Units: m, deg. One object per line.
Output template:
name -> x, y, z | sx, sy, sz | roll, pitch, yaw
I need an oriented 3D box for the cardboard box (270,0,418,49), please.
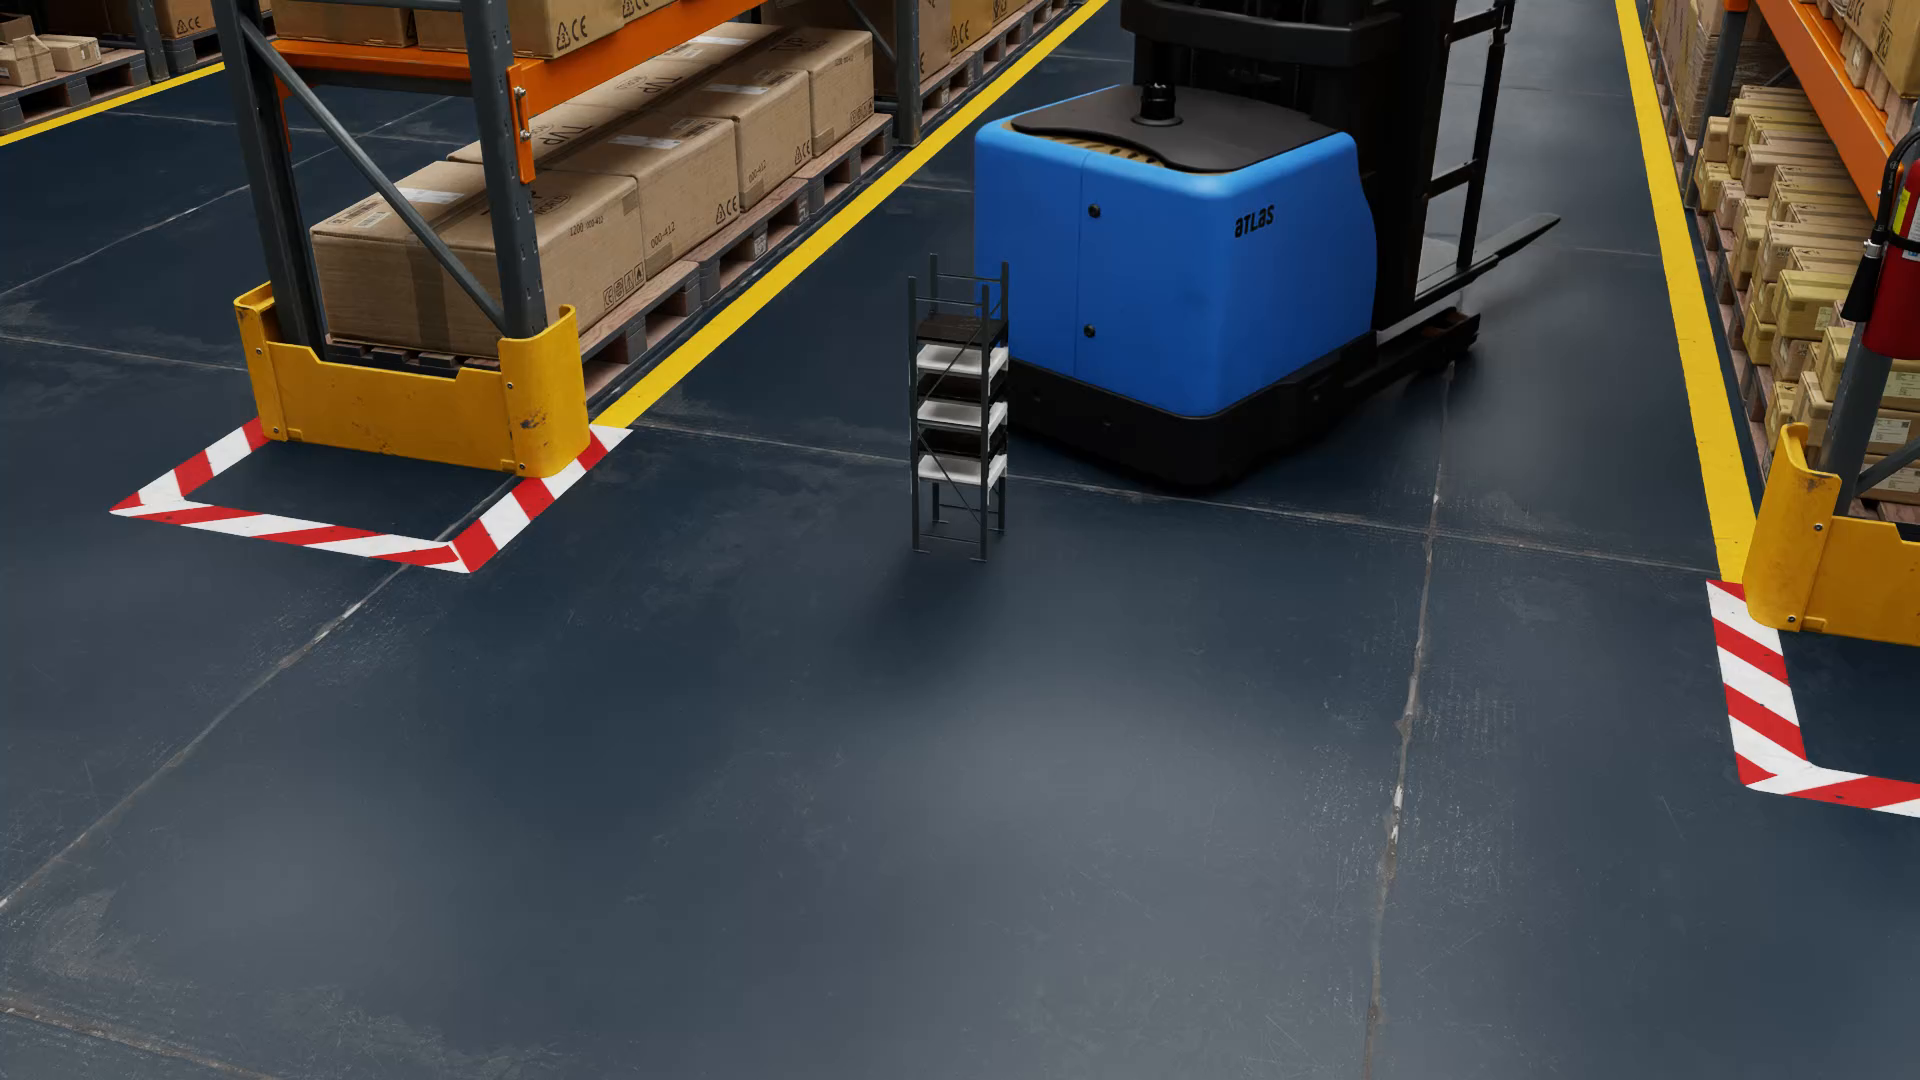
cardboard box -> -1.998, -1.990, 5.639 | 0.500, 0.500, 0.500 | 9, 30, 15

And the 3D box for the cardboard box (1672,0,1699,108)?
cardboard box -> 4.177, -2.593, 8.965 | 0.500, 0.500, 0.500 | 8, 30, 14

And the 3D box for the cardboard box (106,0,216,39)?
cardboard box -> -5.101, -3.534, 10.656 | 0.500, 0.500, 0.500 | 10, 31, 17

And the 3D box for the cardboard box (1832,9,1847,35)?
cardboard box -> 3.225, -1.819, 5.692 | 0.380, 0.149, 0.250 | 9, 30, 16

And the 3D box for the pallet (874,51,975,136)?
pallet -> -0.558, -2.694, 9.876 | 1.003, 0.211, 1.213 | 8, 30, 15

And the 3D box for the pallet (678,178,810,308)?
pallet -> -1.367, -1.414, 7.574 | 1.003, 0.211, 1.213 | 8, 30, 15

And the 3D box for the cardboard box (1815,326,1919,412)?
cardboard box -> 2.788, -0.505, 4.960 | 0.380, 0.149, 0.250 | 9, 30, 15

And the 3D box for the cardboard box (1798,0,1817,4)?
cardboard box -> 3.313, -2.070, 6.144 | 0.380, 0.149, 0.250 | 10, 31, 17

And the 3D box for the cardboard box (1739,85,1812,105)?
cardboard box -> 3.750, -1.951, 7.560 | 0.380, 0.149, 0.250 | 10, 31, 17

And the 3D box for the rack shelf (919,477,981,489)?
rack shelf -> -0.002, -0.216, 5.121 | 0.199, 0.015, 0.184 | 8, 30, 15

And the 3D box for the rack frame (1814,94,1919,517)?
rack frame -> 2.875, -1.025, 4.007 | 1.000, 3.000, 0.127 | 8, 30, 15

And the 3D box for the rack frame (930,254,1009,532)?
rack frame -> 0.027, -0.437, 5.109 | 0.240, 0.900, 0.006 | 8, 30, 15

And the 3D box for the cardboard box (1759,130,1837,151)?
cardboard box -> 3.531, -1.582, 6.898 | 0.380, 0.149, 0.250 | 8, 30, 14

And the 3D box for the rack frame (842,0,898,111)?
rack frame -> -0.716, -3.544, 8.535 | 0.949, 2.616, 0.053 | 8, 30, 15

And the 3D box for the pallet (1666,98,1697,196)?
pallet -> 4.276, -2.027, 8.677 | 1.003, 0.211, 1.213 | 8, 30, 15

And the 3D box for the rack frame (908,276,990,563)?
rack frame -> -0.032, -0.342, 4.940 | 0.240, 0.900, 0.006 | 8, 30, 15

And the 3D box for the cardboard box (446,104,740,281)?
cardboard box -> -1.528, -1.496, 7.057 | 0.875, 0.438, 0.875 | 9, 30, 16

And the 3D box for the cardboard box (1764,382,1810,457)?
cardboard box -> 2.809, -0.371, 5.332 | 0.380, 0.149, 0.250 | 9, 30, 16

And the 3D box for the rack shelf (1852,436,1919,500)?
rack shelf -> 2.878, -1.024, 4.006 | 0.949, 2.616, 0.053 | 8, 30, 15

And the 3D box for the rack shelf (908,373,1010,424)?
rack shelf -> -0.002, -0.439, 4.997 | 0.258, 0.077, 0.200 | 8, 30, 15

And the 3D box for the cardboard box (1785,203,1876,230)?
cardboard box -> 15.729, -10.700, 14.693 | 18.148, 8.504, 30.398 | 7, 30, 13

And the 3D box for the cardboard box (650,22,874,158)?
cardboard box -> -0.999, -2.331, 8.558 | 0.875, 0.438, 0.875 | 8, 30, 14

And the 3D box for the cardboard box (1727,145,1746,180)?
cardboard box -> 3.648, -1.698, 7.412 | 0.380, 0.149, 0.250 | 9, 30, 15

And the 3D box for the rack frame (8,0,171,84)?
rack frame -> -5.459, -4.250, 9.804 | 1.000, 3.000, 0.127 | 8, 30, 15

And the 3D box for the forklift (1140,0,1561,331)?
forklift -> -1.198, -3.980, 7.046 | 7.407, 5.209, 9.711 | 24, 37, 36

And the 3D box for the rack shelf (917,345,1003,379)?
rack shelf -> 5.662, -4.218, 8.049 | 8.407, 3.443, 12.128 | 8, 30, 15

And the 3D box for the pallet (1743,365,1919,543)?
pallet -> 3.170, -0.214, 5.418 | 1.003, 0.211, 1.213 | 8, 30, 15

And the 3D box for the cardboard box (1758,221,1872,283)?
cardboard box -> 3.034, -0.996, 5.843 | 0.380, 0.149, 0.250 | 10, 31, 17

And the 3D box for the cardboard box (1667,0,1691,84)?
cardboard box -> 4.331, -2.831, 9.393 | 0.500, 0.500, 0.500 | 8, 30, 14

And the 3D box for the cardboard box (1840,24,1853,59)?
cardboard box -> 3.027, -1.576, 5.256 | 0.380, 0.149, 0.250 | 7, 30, 13

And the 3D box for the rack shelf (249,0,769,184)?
rack shelf -> -1.299, -2.299, 7.038 | 1.077, 0.370, 4.000 | 8, 30, 15

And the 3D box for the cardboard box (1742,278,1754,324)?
cardboard box -> 3.143, -0.850, 6.192 | 0.380, 0.149, 0.250 | 9, 30, 16

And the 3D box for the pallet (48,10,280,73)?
pallet -> -5.256, -3.415, 11.171 | 1.003, 0.211, 1.213 | 8, 30, 15

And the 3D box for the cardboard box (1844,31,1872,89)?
cardboard box -> 2.921, -1.458, 5.043 | 0.380, 0.149, 0.250 | 9, 30, 16

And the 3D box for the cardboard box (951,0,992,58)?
cardboard box -> -0.349, -3.519, 10.243 | 0.875, 0.875, 0.875 | 9, 30, 16

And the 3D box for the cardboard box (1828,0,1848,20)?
cardboard box -> 3.057, -1.920, 5.207 | 0.500, 0.500, 0.500 | 9, 30, 15

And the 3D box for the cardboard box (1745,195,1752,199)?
cardboard box -> 3.529, -1.455, 6.974 | 0.380, 0.149, 0.250 | 7, 30, 12

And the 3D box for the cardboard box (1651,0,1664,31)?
cardboard box -> 1.953, -3.419, 8.815 | 4.865, 2.090, 5.455 | 9, 30, 16

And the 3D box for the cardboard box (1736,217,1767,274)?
cardboard box -> 3.195, -1.111, 6.357 | 0.380, 0.149, 0.250 | 9, 30, 15

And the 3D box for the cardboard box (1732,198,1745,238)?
cardboard box -> 3.507, -1.326, 7.050 | 0.380, 0.149, 0.250 | 8, 30, 14

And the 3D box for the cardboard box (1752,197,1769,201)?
cardboard box -> 3.426, -1.330, 6.751 | 0.380, 0.149, 0.250 | 10, 31, 17

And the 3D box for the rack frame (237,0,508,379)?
rack frame -> -1.890, -1.685, 5.193 | 0.949, 2.616, 0.053 | 8, 30, 15

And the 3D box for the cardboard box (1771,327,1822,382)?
cardboard box -> 2.908, -0.620, 5.474 | 0.380, 0.149, 0.250 | 7, 30, 13

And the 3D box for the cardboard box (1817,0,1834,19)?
cardboard box -> 3.279, -1.939, 5.908 | 0.380, 0.149, 0.250 | 10, 31, 17

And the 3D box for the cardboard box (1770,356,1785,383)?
cardboard box -> 3.029, -0.598, 5.740 | 0.380, 0.149, 0.250 | 9, 30, 15

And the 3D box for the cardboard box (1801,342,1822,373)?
cardboard box -> 2.885, -0.492, 5.244 | 0.380, 0.149, 0.250 | 8, 30, 14

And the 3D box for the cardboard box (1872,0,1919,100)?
cardboard box -> 2.761, -1.444, 4.352 | 0.500, 0.500, 0.500 | 9, 30, 16

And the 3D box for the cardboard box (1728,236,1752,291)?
cardboard box -> 3.293, -1.089, 6.623 | 0.380, 0.149, 0.250 | 8, 30, 14

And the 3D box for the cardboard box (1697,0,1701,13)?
cardboard box -> 4.190, -2.922, 8.785 | 0.500, 0.250, 0.500 | 10, 31, 17

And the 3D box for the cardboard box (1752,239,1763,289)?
cardboard box -> 3.141, -0.979, 6.120 | 0.380, 0.149, 0.250 | 10, 31, 17

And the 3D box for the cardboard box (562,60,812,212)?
cardboard box -> -1.261, -1.914, 7.810 | 0.875, 0.438, 0.875 | 8, 30, 13

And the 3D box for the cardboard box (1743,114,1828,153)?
cardboard box -> 3.585, -1.707, 7.121 | 0.392, 0.149, 0.269 | 10, 30, 17

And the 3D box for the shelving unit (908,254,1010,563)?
shelving unit -> 5.652, -3.954, 8.194 | 8.426, 4.047, 12.137 | 8, 30, 15

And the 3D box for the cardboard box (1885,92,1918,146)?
cardboard box -> 2.701, -1.107, 4.413 | 0.380, 0.149, 0.250 | 9, 30, 15

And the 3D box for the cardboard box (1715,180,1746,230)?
cardboard box -> 3.534, -1.452, 7.274 | 0.380, 0.149, 0.250 | 8, 30, 15
